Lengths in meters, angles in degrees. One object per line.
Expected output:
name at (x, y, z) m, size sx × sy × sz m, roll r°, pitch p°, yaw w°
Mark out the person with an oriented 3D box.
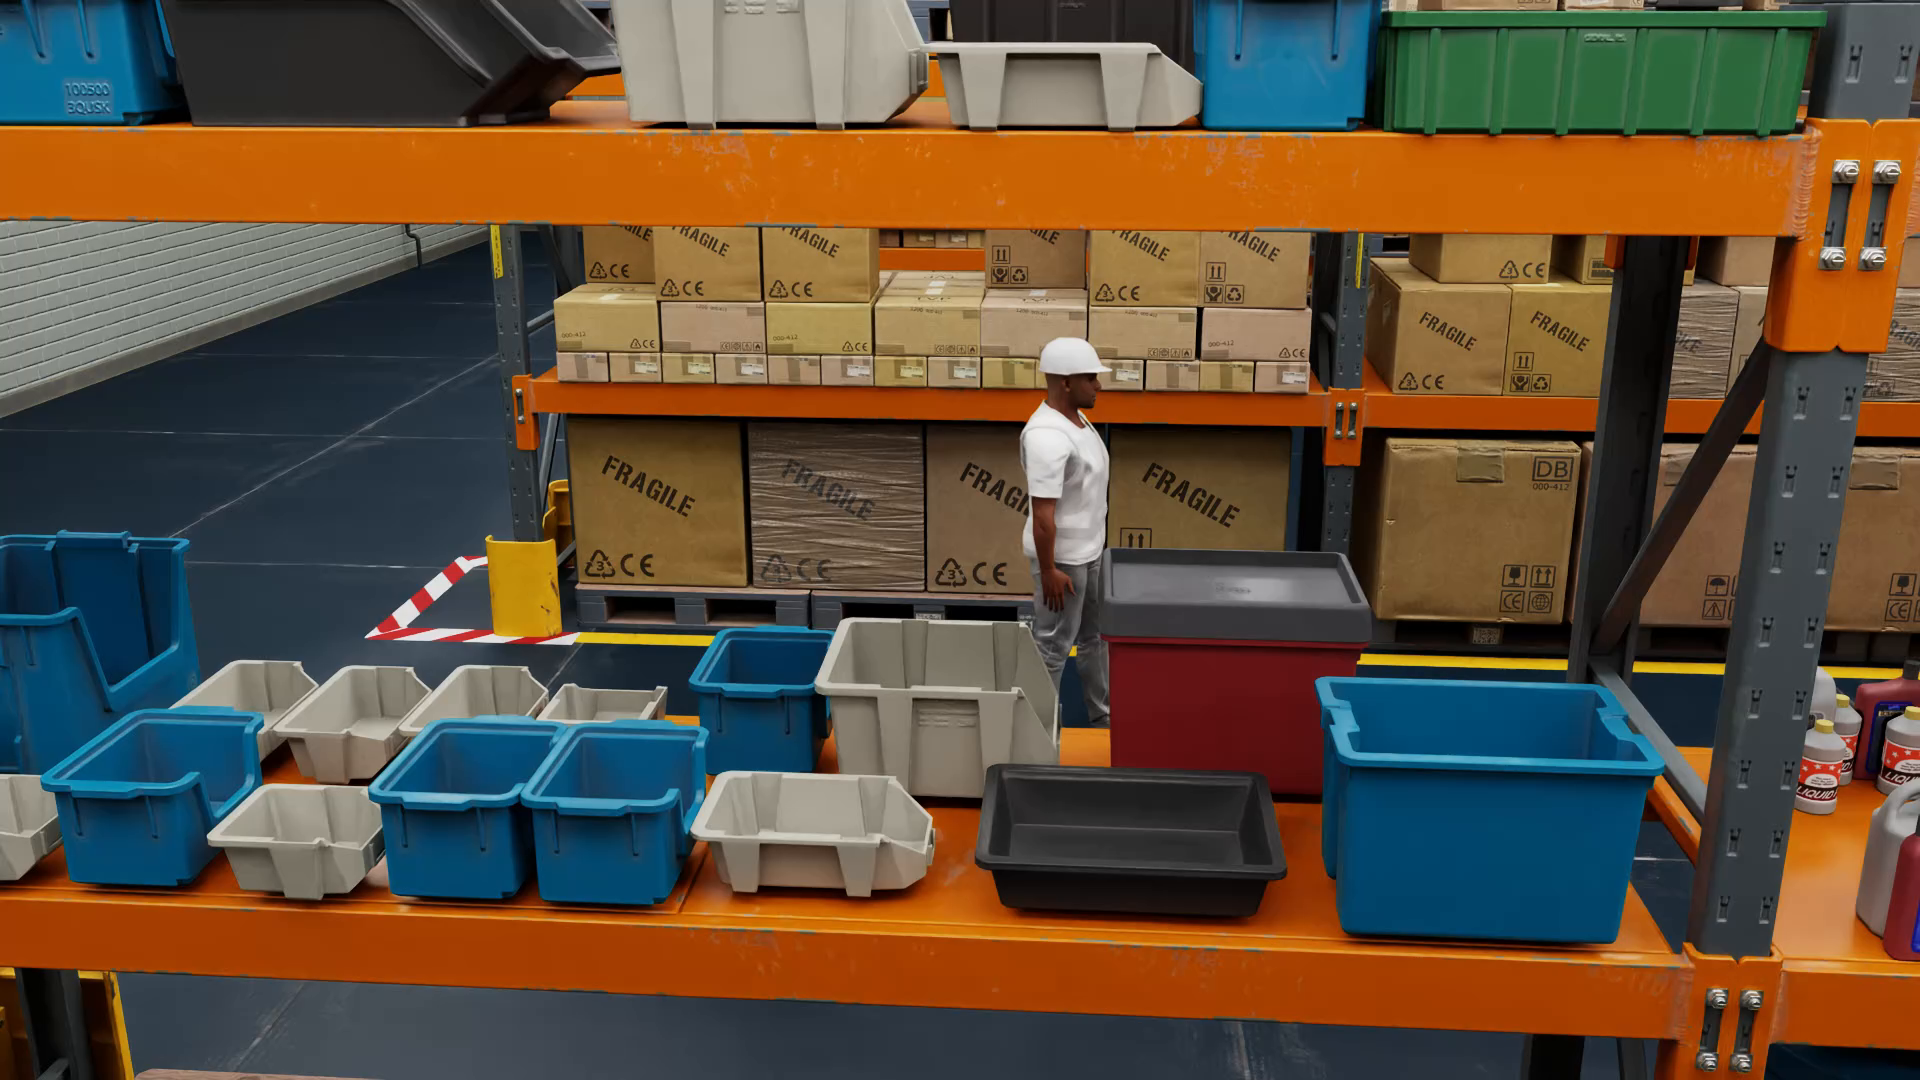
person at (0.548, 0.055, 6.800) m, size 0.594 × 1.768 × 0.605 m, roll 5°, pitch 18°, yaw 15°
